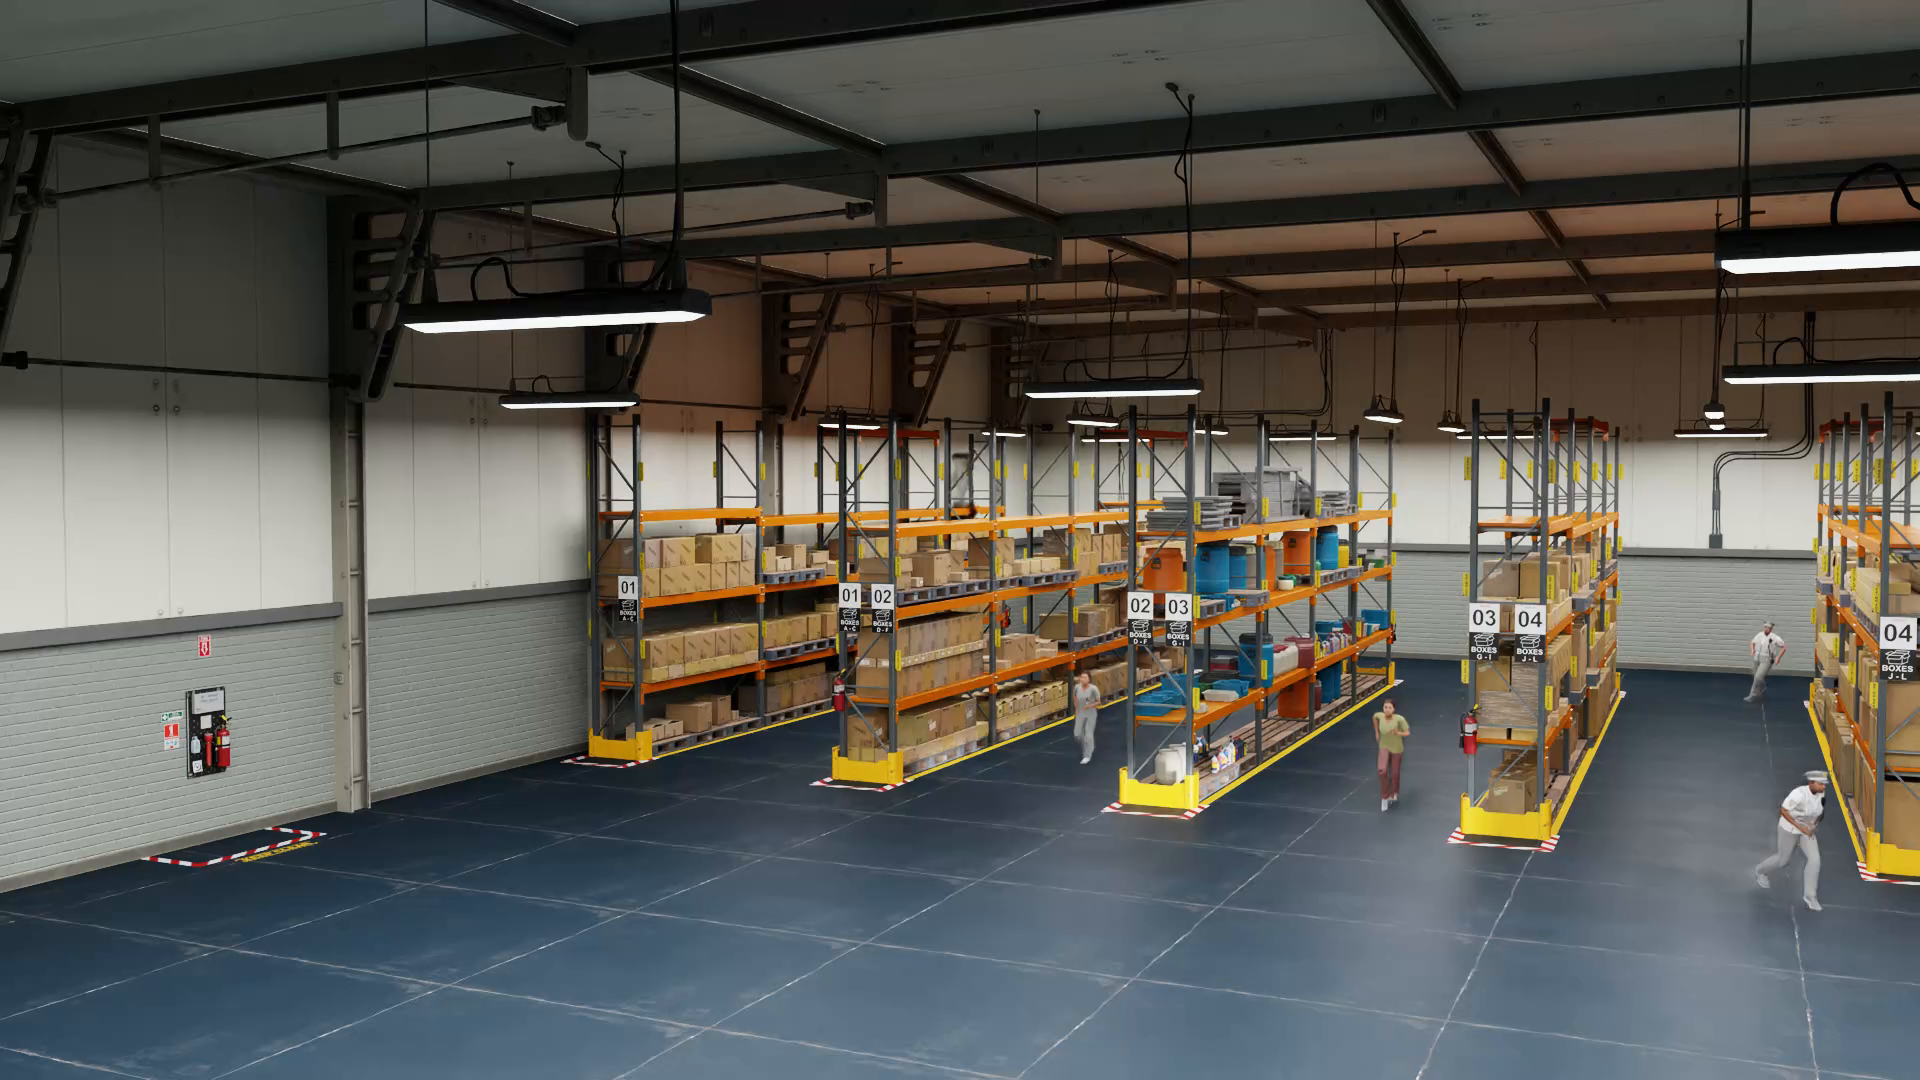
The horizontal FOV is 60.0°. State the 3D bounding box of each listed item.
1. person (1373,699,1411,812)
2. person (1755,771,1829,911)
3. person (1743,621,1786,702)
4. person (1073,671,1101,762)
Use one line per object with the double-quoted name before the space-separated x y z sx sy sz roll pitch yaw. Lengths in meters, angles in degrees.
"person" 6.430 3.165 24.761 0.572 1.655 0.900 1 3 21
"person" 9.699 3.430 19.391 0.609 1.627 0.980 -1 3 -22
"person" 17.531 2.631 36.266 0.970 1.753 0.737 -2 3 -33
"person" 2.150 3.017 28.378 0.533 1.607 0.657 1 2 18
